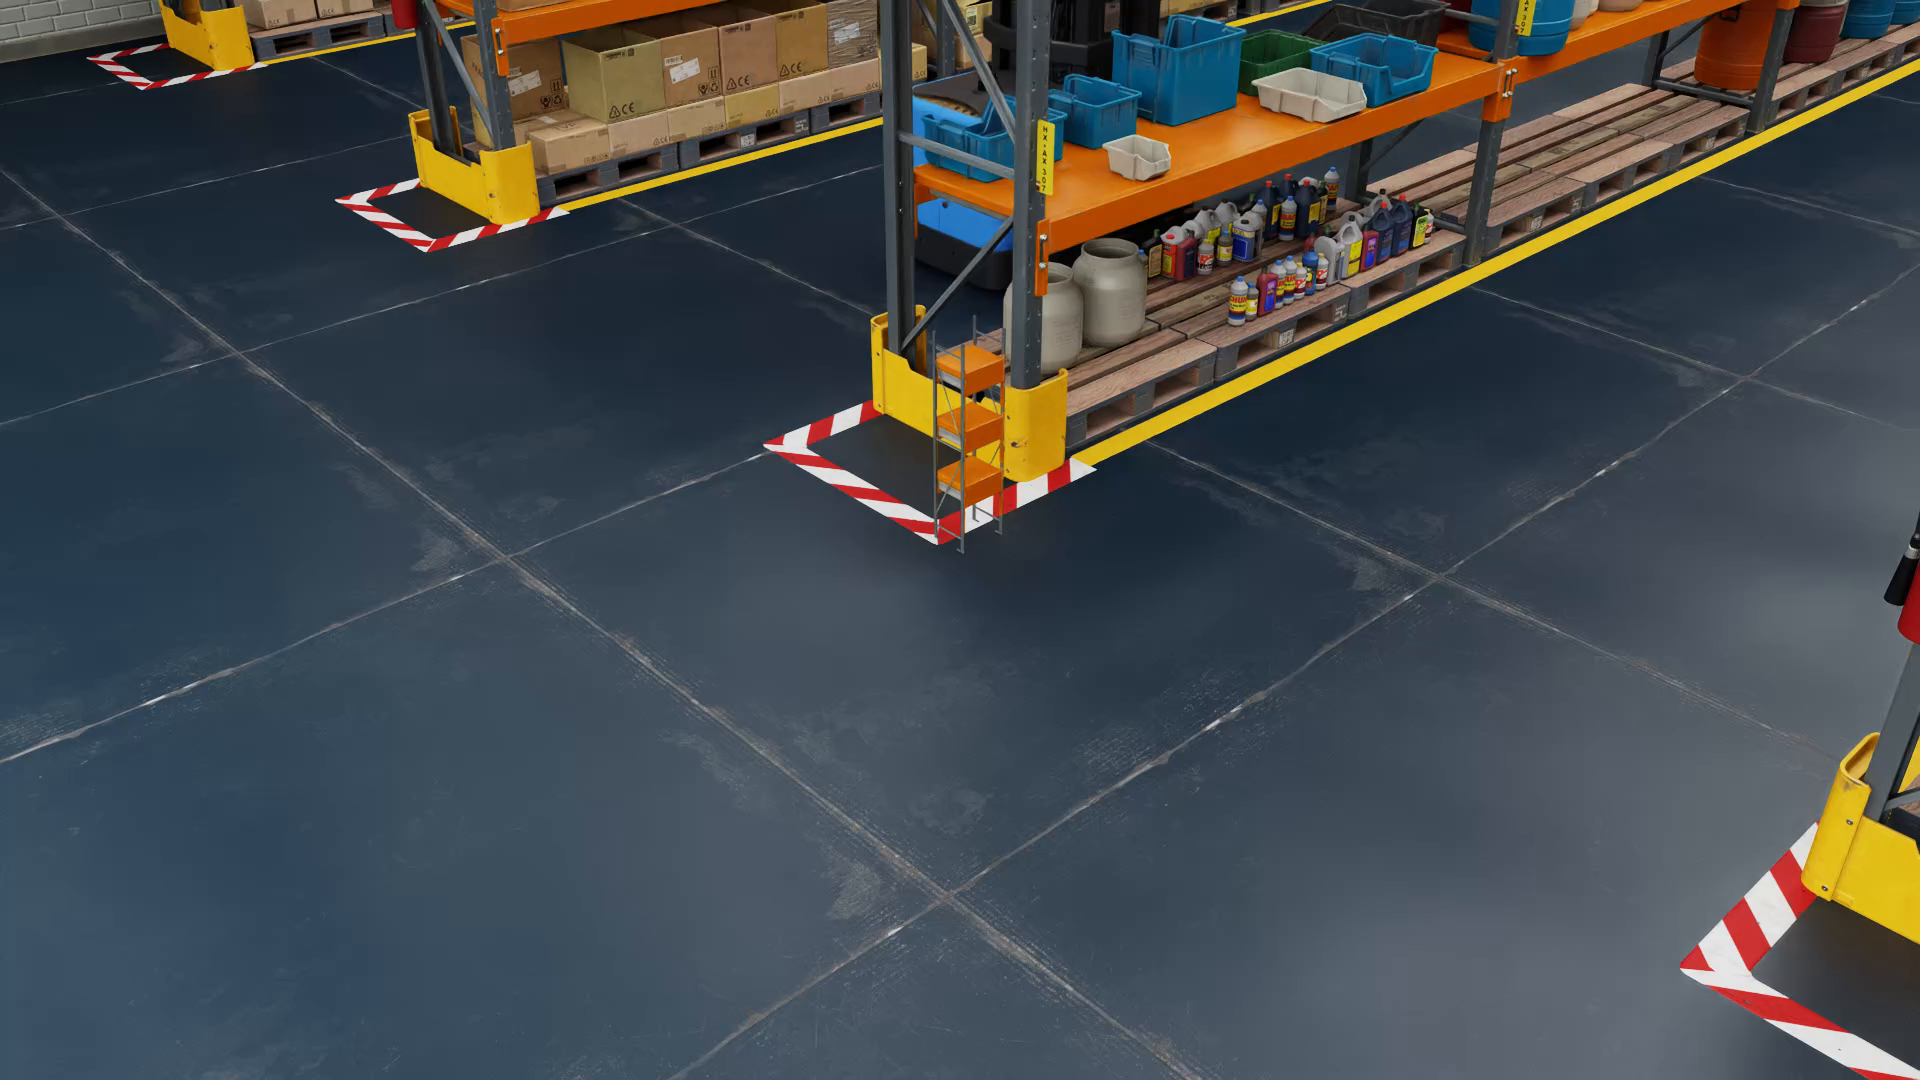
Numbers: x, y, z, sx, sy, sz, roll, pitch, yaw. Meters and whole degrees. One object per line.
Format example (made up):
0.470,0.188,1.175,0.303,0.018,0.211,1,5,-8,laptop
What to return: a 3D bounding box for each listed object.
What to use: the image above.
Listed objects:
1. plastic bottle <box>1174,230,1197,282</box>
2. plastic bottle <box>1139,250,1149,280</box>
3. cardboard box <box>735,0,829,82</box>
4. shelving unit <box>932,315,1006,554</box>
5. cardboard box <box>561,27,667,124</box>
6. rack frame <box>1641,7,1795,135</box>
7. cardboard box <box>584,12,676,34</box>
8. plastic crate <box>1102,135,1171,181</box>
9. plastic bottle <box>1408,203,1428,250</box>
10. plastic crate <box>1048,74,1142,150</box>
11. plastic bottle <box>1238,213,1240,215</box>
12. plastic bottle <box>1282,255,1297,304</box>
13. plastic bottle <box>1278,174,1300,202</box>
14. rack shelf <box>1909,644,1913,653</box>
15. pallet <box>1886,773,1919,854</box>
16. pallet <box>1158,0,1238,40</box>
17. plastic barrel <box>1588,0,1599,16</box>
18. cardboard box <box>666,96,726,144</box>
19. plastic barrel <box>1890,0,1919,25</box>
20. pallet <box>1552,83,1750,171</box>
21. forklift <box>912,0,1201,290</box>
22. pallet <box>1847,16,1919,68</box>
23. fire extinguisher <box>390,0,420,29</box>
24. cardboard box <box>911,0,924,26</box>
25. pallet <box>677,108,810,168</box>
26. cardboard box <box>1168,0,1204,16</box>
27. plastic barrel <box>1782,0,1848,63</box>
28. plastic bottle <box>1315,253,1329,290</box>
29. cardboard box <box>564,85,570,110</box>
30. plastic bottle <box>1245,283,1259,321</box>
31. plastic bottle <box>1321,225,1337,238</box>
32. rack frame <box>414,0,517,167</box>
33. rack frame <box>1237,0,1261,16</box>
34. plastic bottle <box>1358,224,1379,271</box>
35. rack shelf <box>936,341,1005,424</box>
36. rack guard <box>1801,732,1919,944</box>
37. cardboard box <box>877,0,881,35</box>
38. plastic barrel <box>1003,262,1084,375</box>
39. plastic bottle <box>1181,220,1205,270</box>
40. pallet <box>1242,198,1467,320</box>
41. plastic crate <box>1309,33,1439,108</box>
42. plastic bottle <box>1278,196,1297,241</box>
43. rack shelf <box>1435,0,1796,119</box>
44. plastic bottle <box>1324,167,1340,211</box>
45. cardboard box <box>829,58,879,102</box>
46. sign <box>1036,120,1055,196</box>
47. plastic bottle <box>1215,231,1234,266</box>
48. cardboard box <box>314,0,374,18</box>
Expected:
1.333,-1.677,9.799,0.133,0.283,0.061,-26,40,-35,plastic bottle
1.056,-1.603,9.758,0.097,0.201,0.097,0,31,0,plastic bottle
-1.354,-3.832,12.655,0.500,0.500,0.500,-26,40,-35,cardboard box
0.039,-0.467,7.507,0.252,1.050,0.215,-26,40,-35,shelving unit
-2.448,-3.296,11.779,0.500,0.500,0.500,-26,40,-35,cardboard box
5.874,-4.628,12.443,0.127,3.000,1.000,-26,40,-35,rack frame
-2.443,-3.677,12.402,0.500,0.500,0.500,-26,40,-35,cardboard box
0.883,-1.872,8.189,0.250,0.136,0.298,-26,40,-35,plastic crate
2.812,-1.941,10.231,0.133,0.283,0.061,-24,39,-33,plastic bottle
0.651,-2.247,8.692,0.408,0.251,0.499,-26,40,-35,plastic crate
1.705,-1.917,10.271,0.097,0.201,0.097,0,31,0,plastic bottle
1.874,-1.495,9.513,0.097,0.271,0.097,0,31,0,plastic bottle
2.067,-2.139,10.491,0.185,0.351,0.144,-25,39,-34,plastic bottle
4.842,-0.298,6.052,4.000,0.370,1.077,-26,40,-35,rack shelf
4.051,0.992,5.925,1.213,0.211,1.003,-26,40,-35,pallet
1.879,-5.058,15.819,1.213,0.211,1.003,-26,40,-35,pallet
4.016,-3.561,10.831,0.301,0.262,0.301,0,31,0,plastic barrel
-2.082,-3.154,12.265,0.500,0.250,0.500,-26,40,-35,cardboard box
8.397,-5.144,14.896,0.708,0.901,0.600,-26,40,-35,plastic barrel
5.280,-3.178,12.746,1.213,0.211,1.003,-26,40,-35,pallet
0.997,-3.409,10.515,3.031,2.935,1.130,-25,39,-34,forklift
8.213,-4.599,15.070,1.213,0.211,1.003,-26,40,-35,pallet
-3.760,-3.789,11.146,0.183,0.674,0.296,-26,40,-35,fire extinguisher
-0.322,-4.604,14.100,0.500,0.311,0.500,-26,40,-35,cardboard box
-1.931,-3.215,12.805,1.213,0.211,1.003,-26,40,-35,pallet
1.913,-5.066,15.393,0.500,0.250,0.500,-26,40,-36,cardboard box
7.049,-4.359,13.912,0.708,0.588,0.600,-26,40,-35,plastic barrel
2.097,-1.573,9.708,0.097,0.201,0.097,0,31,0,plastic bottle
-2.807,-3.178,12.305,0.500,0.250,0.500,-26,40,-35,cardboard box
1.625,-1.345,9.335,0.097,0.201,0.097,0,31,0,plastic bottle
2.199,-1.747,9.914,0.133,0.283,0.061,-26,40,-35,plastic bottle
-3.357,-3.687,10.904,0.127,3.000,1.000,-26,40,-35,rack frame
2.509,-6.524,15.544,0.127,3.000,1.000,-26,40,-35,rack frame
2.433,-1.758,9.931,0.133,0.283,0.061,-23,38,-32,plastic bottle
0.040,-0.700,7.364,0.240,0.259,0.215,-26,40,-35,rack shelf
3.431,1.144,5.400,0.348,0.500,1.175,-26,40,-35,rack guard
-0.977,-4.387,13.563,0.500,0.500,0.500,-26,40,-35,cardboard box
0.438,-1.171,8.772,0.421,0.512,0.421,0,31,0,plastic barrel
1.362,-1.763,9.948,0.135,0.276,0.152,-27,41,-37,plastic bottle
2.420,-1.797,10.487,1.213,0.211,1.003,-26,40,-35,pallet
2.314,-2.649,9.350,0.616,0.251,0.499,-26,40,-35,plastic crate
2.043,-2.008,10.352,0.097,0.271,0.097,0,31,0,plastic bottle
4.408,-3.612,11.471,4.000,0.370,1.077,-26,40,-35,rack shelf
2.409,-2.288,10.809,0.097,0.271,0.097,0,31,0,plastic bottle
-0.989,-3.690,13.142,0.500,0.250,0.500,-26,40,-35,cardboard box
0.379,-1.697,7.384,0.005,0.325,0.100,-26,40,-35,sign
1.595,-1.761,10.015,0.097,0.201,0.097,0,31,0,plastic bottle
-5.742,-5.034,15.263,0.500,0.311,0.500,-22,38,-32,cardboard box
